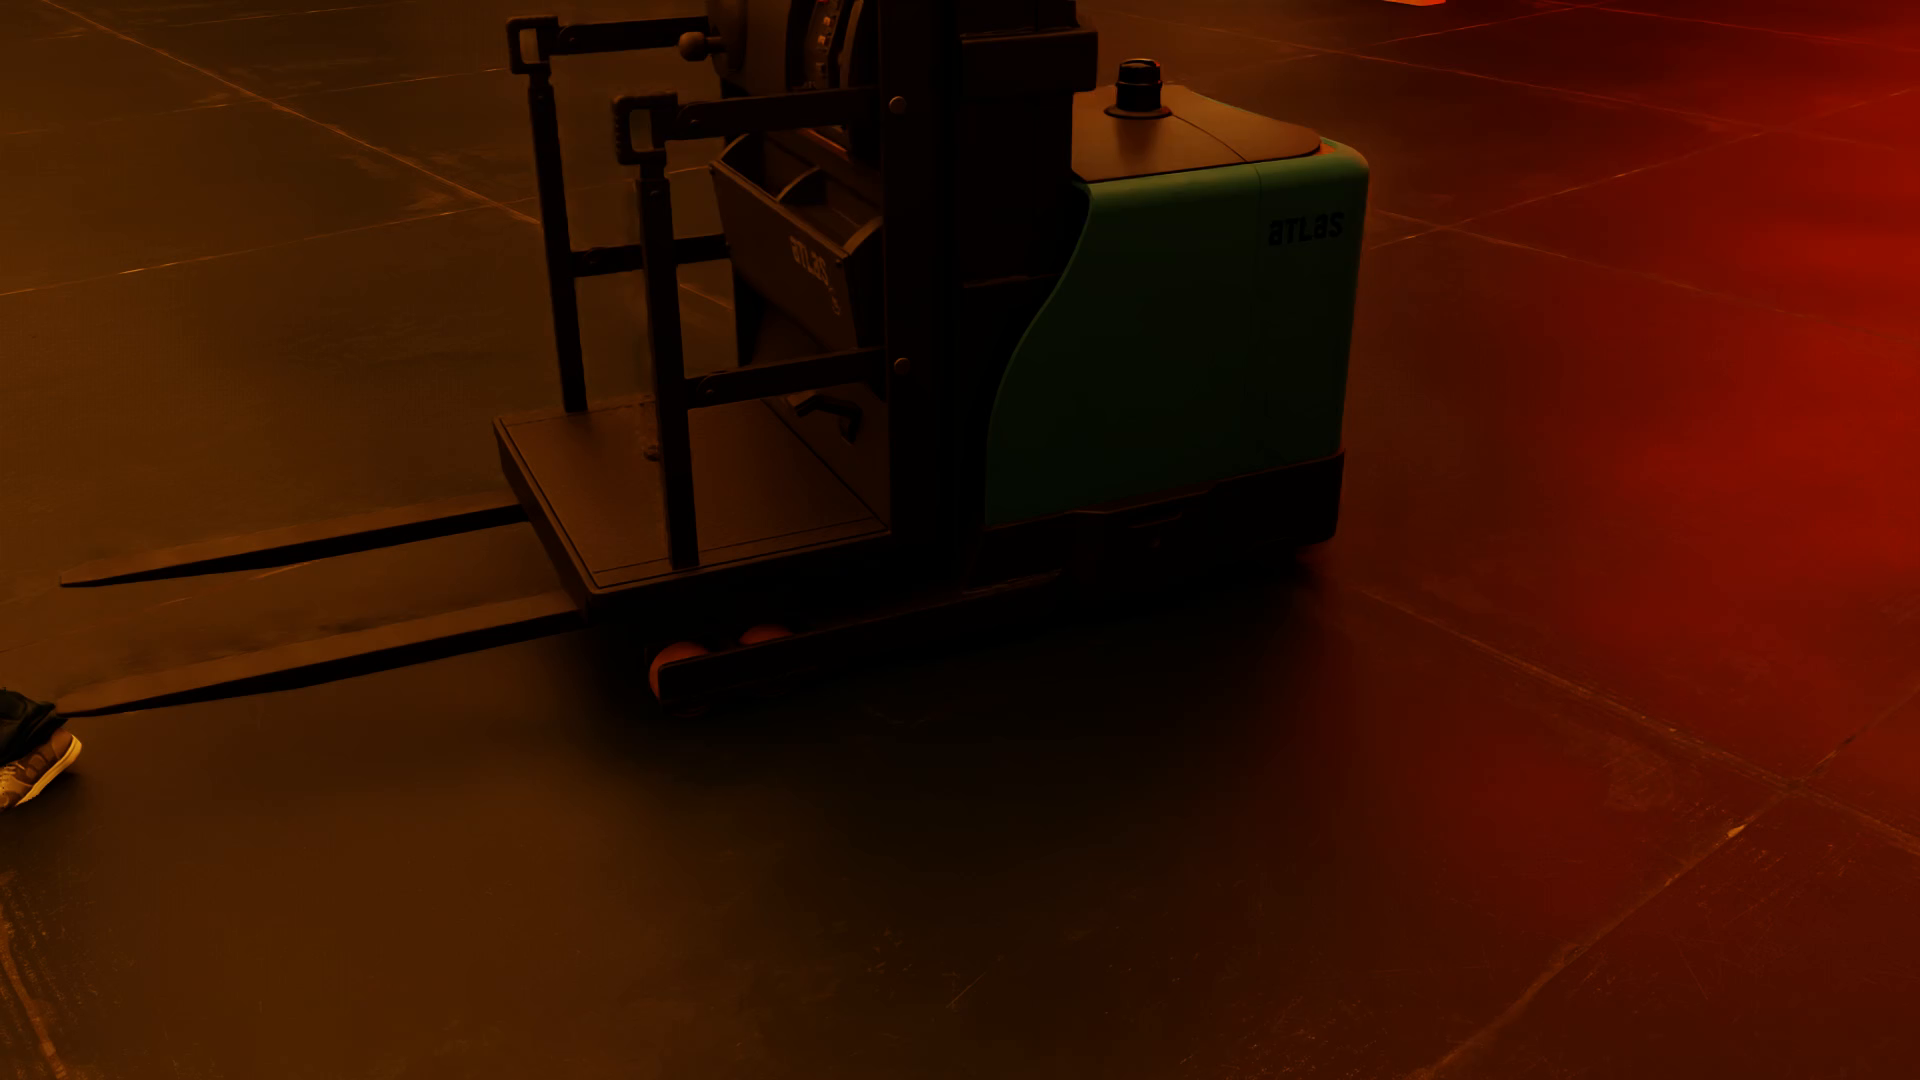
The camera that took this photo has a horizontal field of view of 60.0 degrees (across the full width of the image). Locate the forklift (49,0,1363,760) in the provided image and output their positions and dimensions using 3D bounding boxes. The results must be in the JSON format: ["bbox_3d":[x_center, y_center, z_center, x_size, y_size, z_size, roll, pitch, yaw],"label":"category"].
[{"bbox_3d":[-0.539,-1.164,3.549,3.031,2.935,1.130,-14,30,-27],"label":"forklift"}]

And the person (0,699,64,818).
[{"bbox_3d":[-2.519,-0.052,3.224,1.103,1.288,0.805,18,32,32],"label":"person"}]
